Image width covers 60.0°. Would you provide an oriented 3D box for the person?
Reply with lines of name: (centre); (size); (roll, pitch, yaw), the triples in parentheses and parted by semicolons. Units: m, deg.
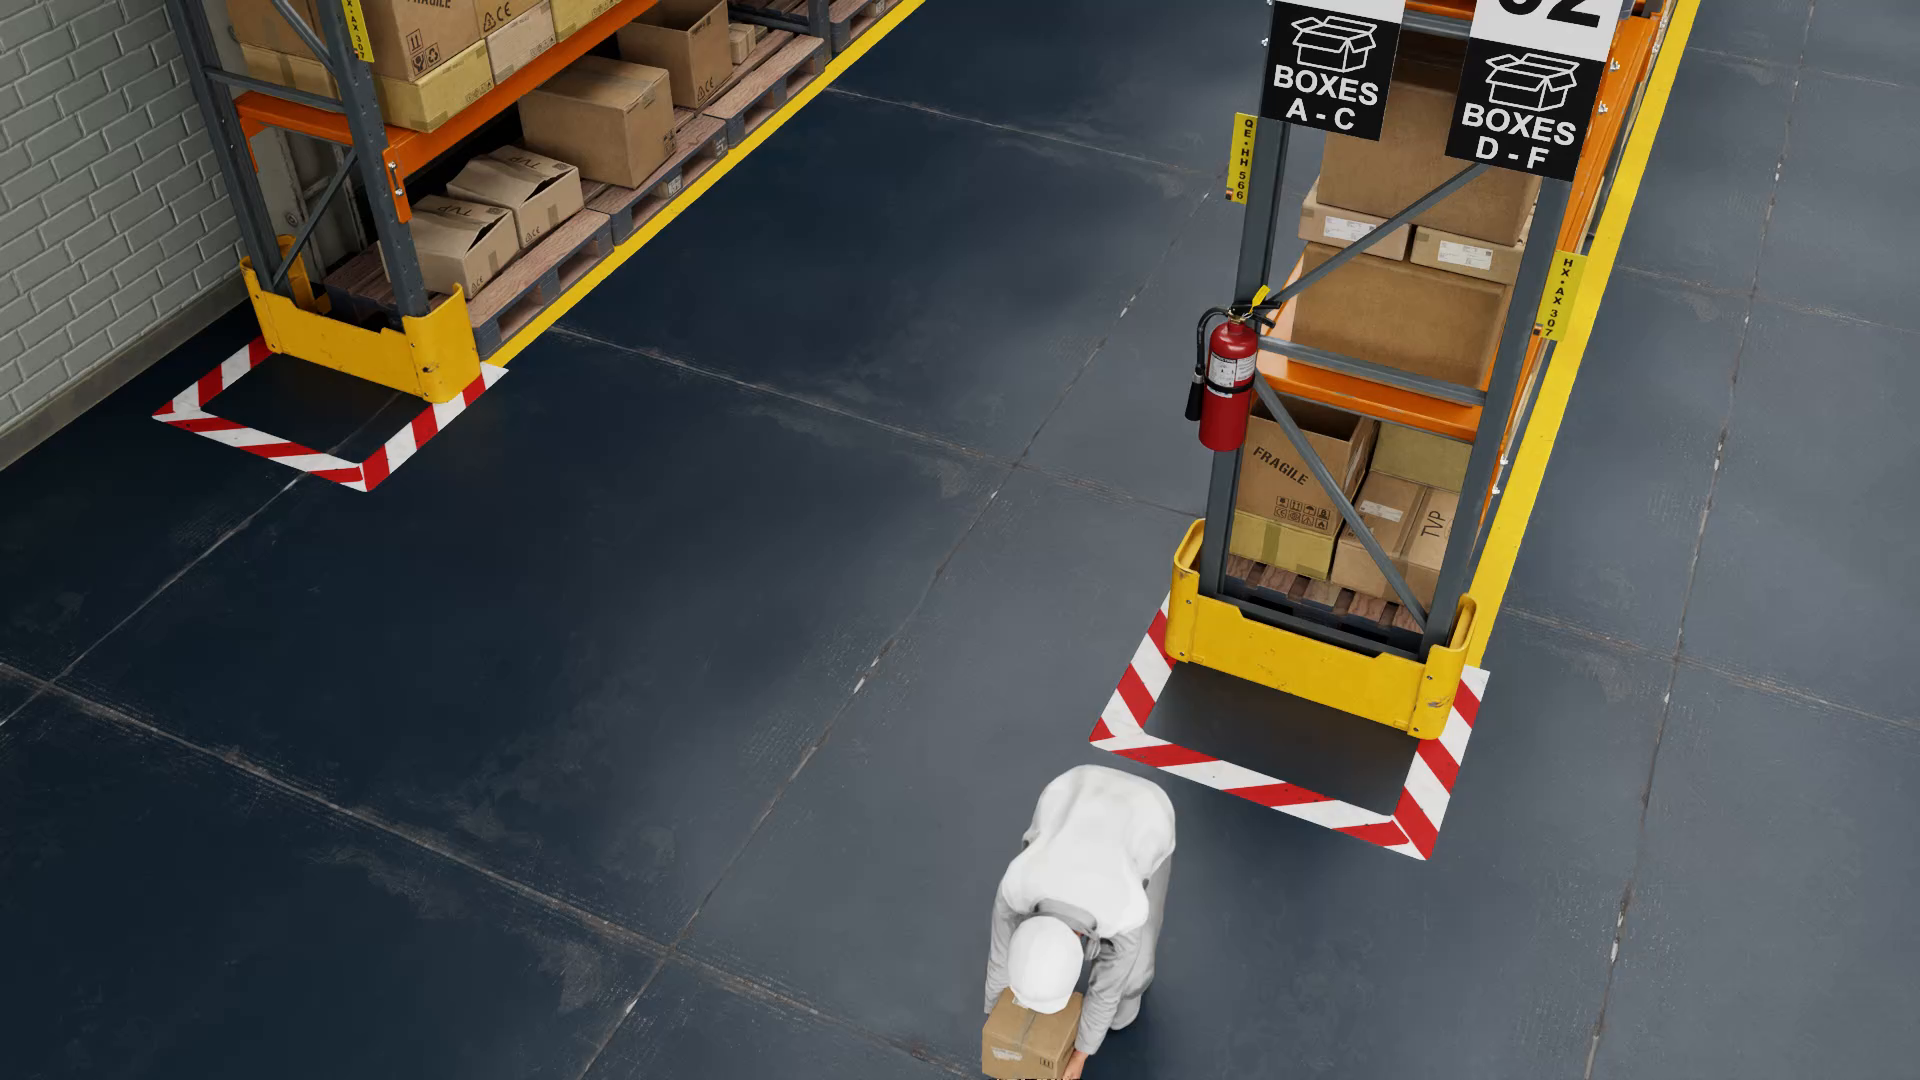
person: (0.378, 1.265, 5.312); (0.513, 0.988, 0.986); (16, 44, 17)
